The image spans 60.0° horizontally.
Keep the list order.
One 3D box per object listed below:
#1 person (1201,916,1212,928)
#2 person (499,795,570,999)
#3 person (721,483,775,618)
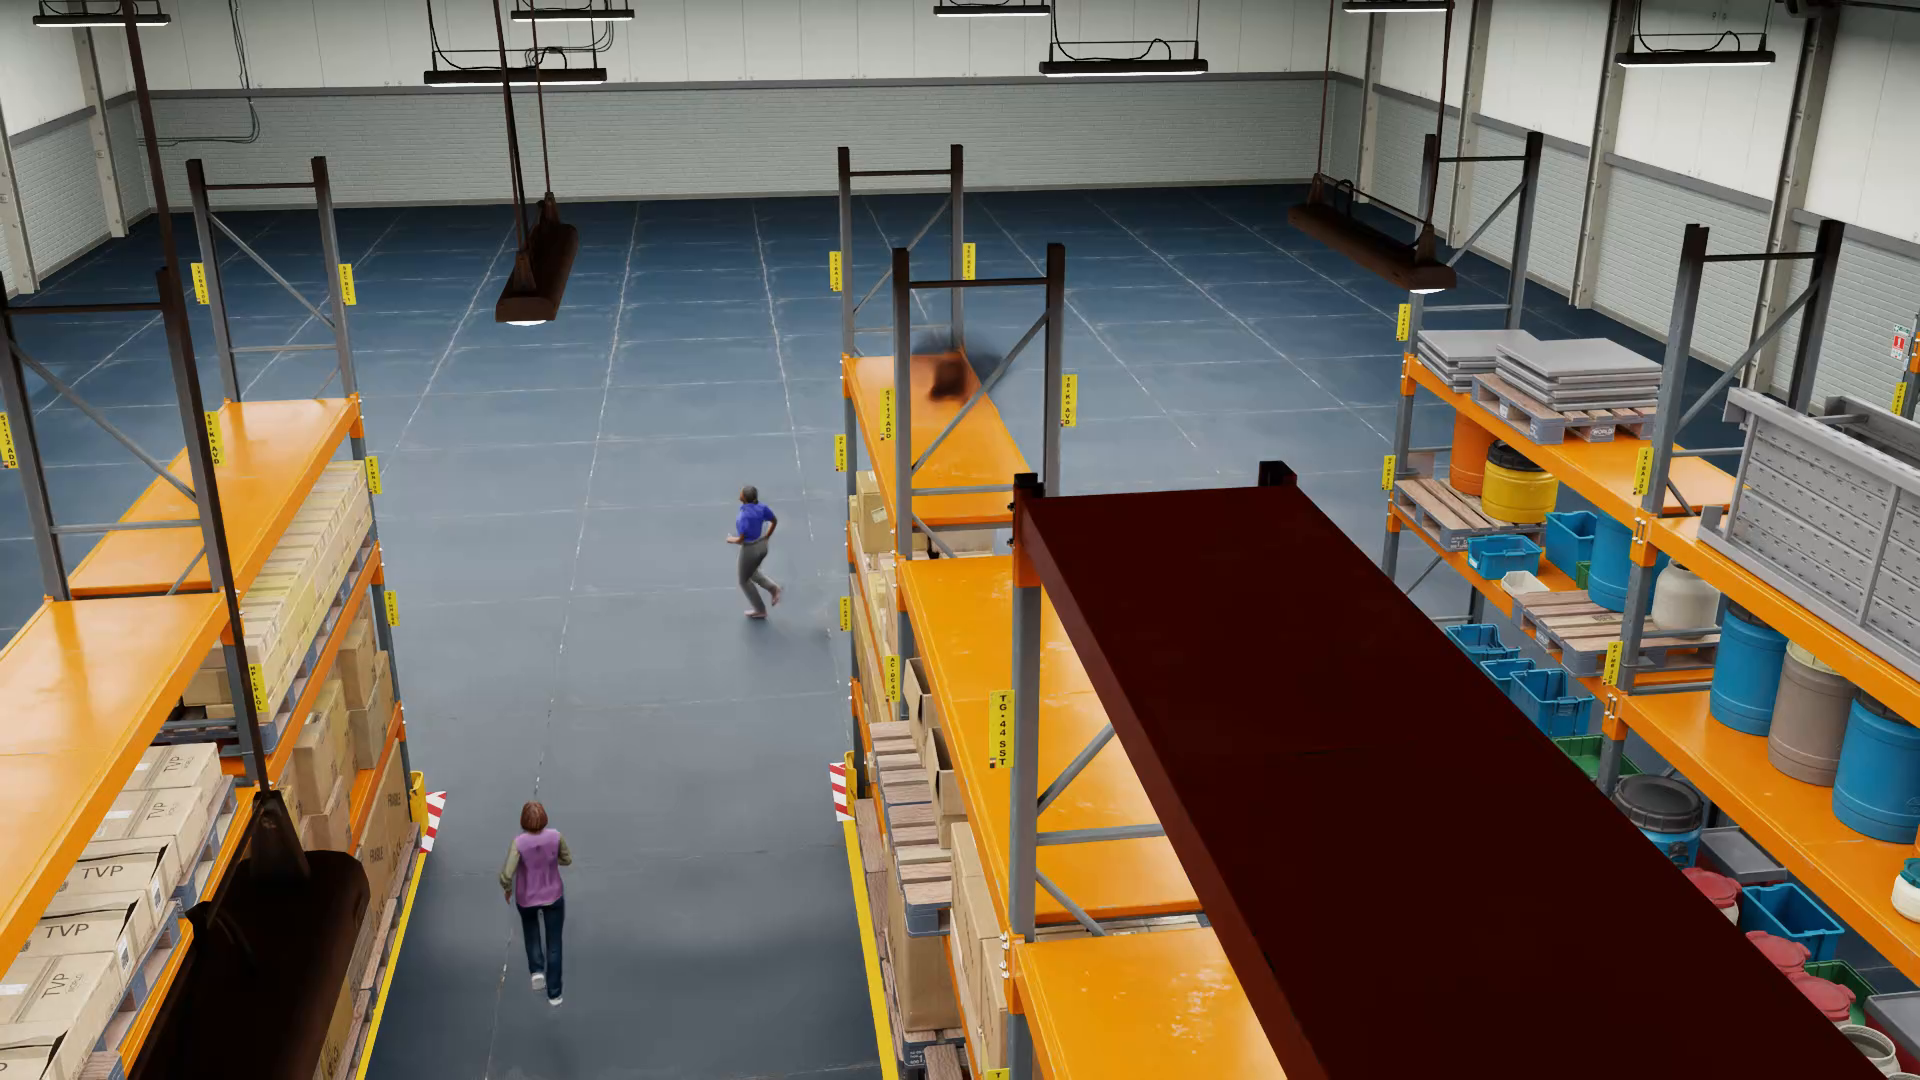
[{"bbox_3d":[1.691,3.193,11.222,0.581,1.541,0.809,-6,22,-15],"label":"person"},{"bbox_3d":[-3.086,2.597,12.164,0.508,1.661,0.663,-6,22,-16],"label":"person"},{"bbox_3d":[-2.466,0.109,19.169,0.548,1.625,0.604,11,24,27],"label":"person"}]
